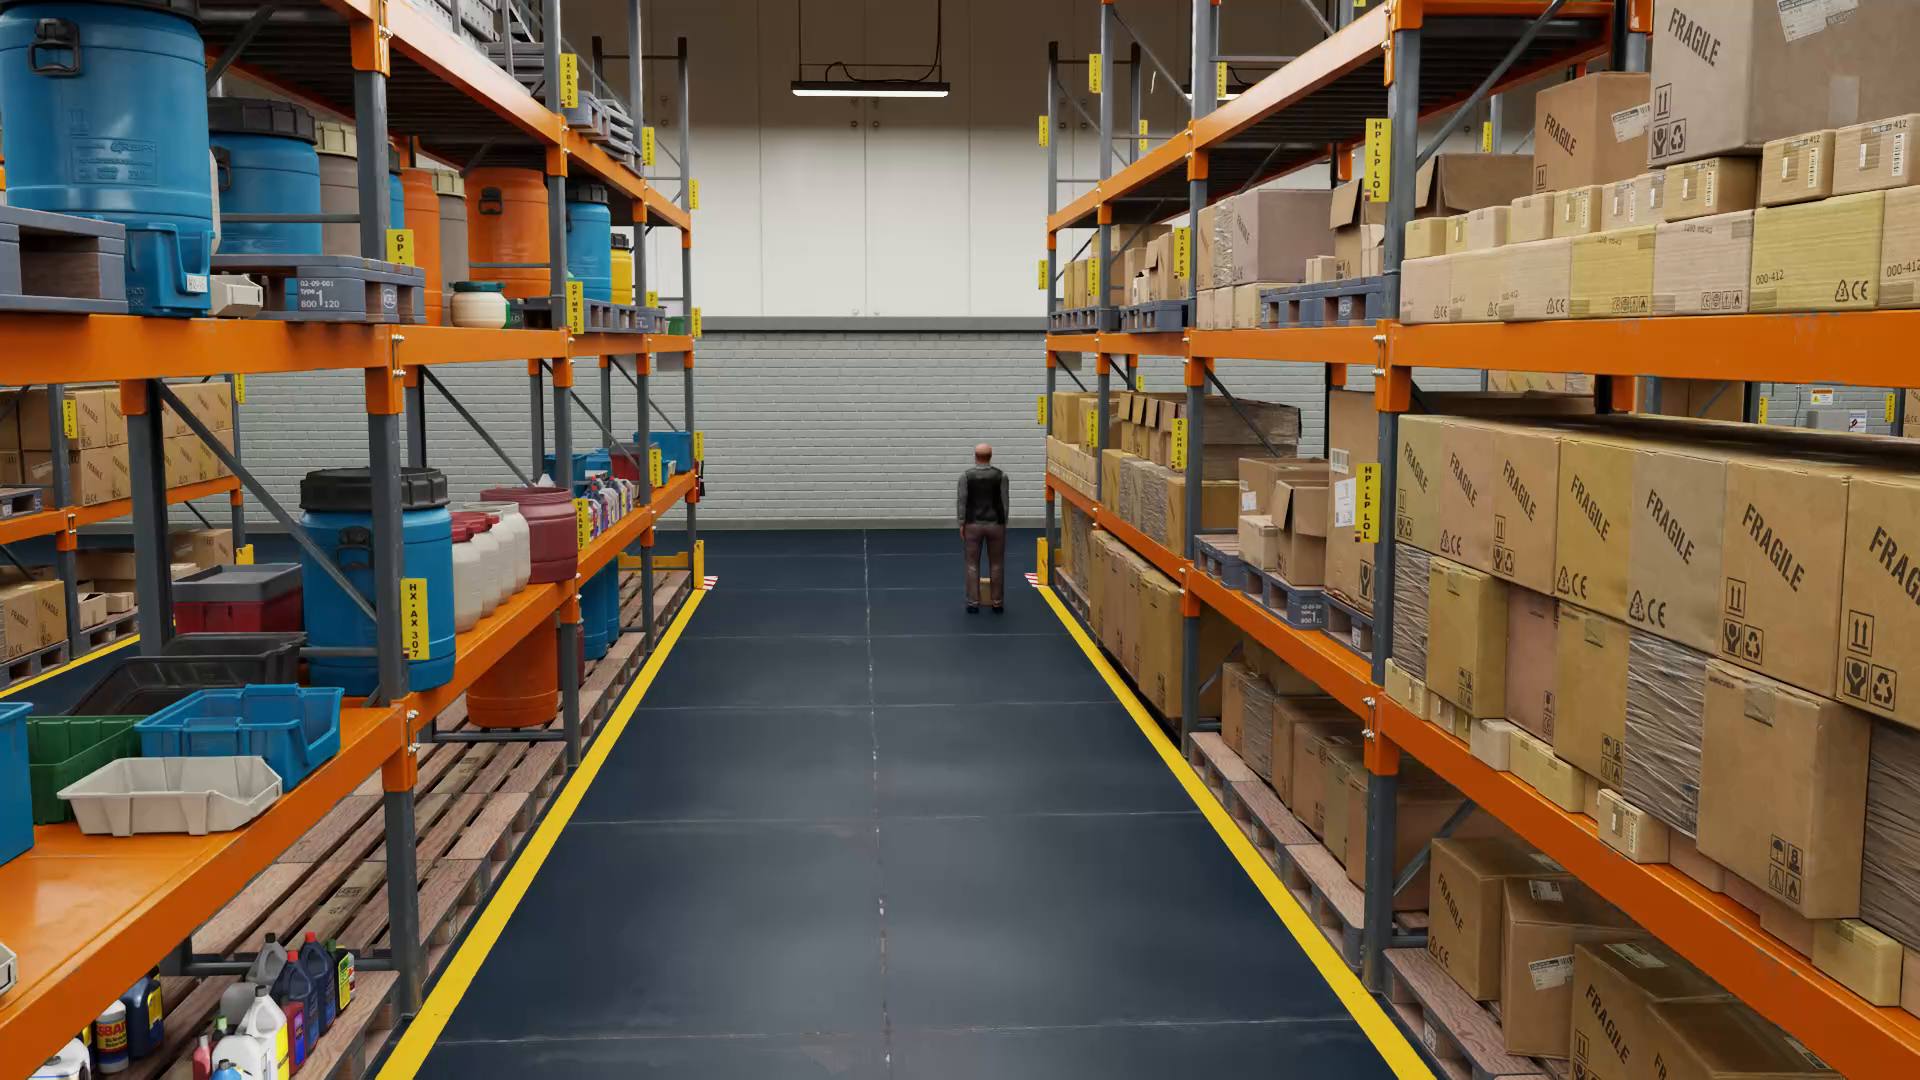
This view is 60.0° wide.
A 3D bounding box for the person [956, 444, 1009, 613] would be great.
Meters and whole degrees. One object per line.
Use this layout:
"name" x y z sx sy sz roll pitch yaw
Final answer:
"person" 0.229 -0.120 16.917 0.535 1.711 0.353 0 7 -3
